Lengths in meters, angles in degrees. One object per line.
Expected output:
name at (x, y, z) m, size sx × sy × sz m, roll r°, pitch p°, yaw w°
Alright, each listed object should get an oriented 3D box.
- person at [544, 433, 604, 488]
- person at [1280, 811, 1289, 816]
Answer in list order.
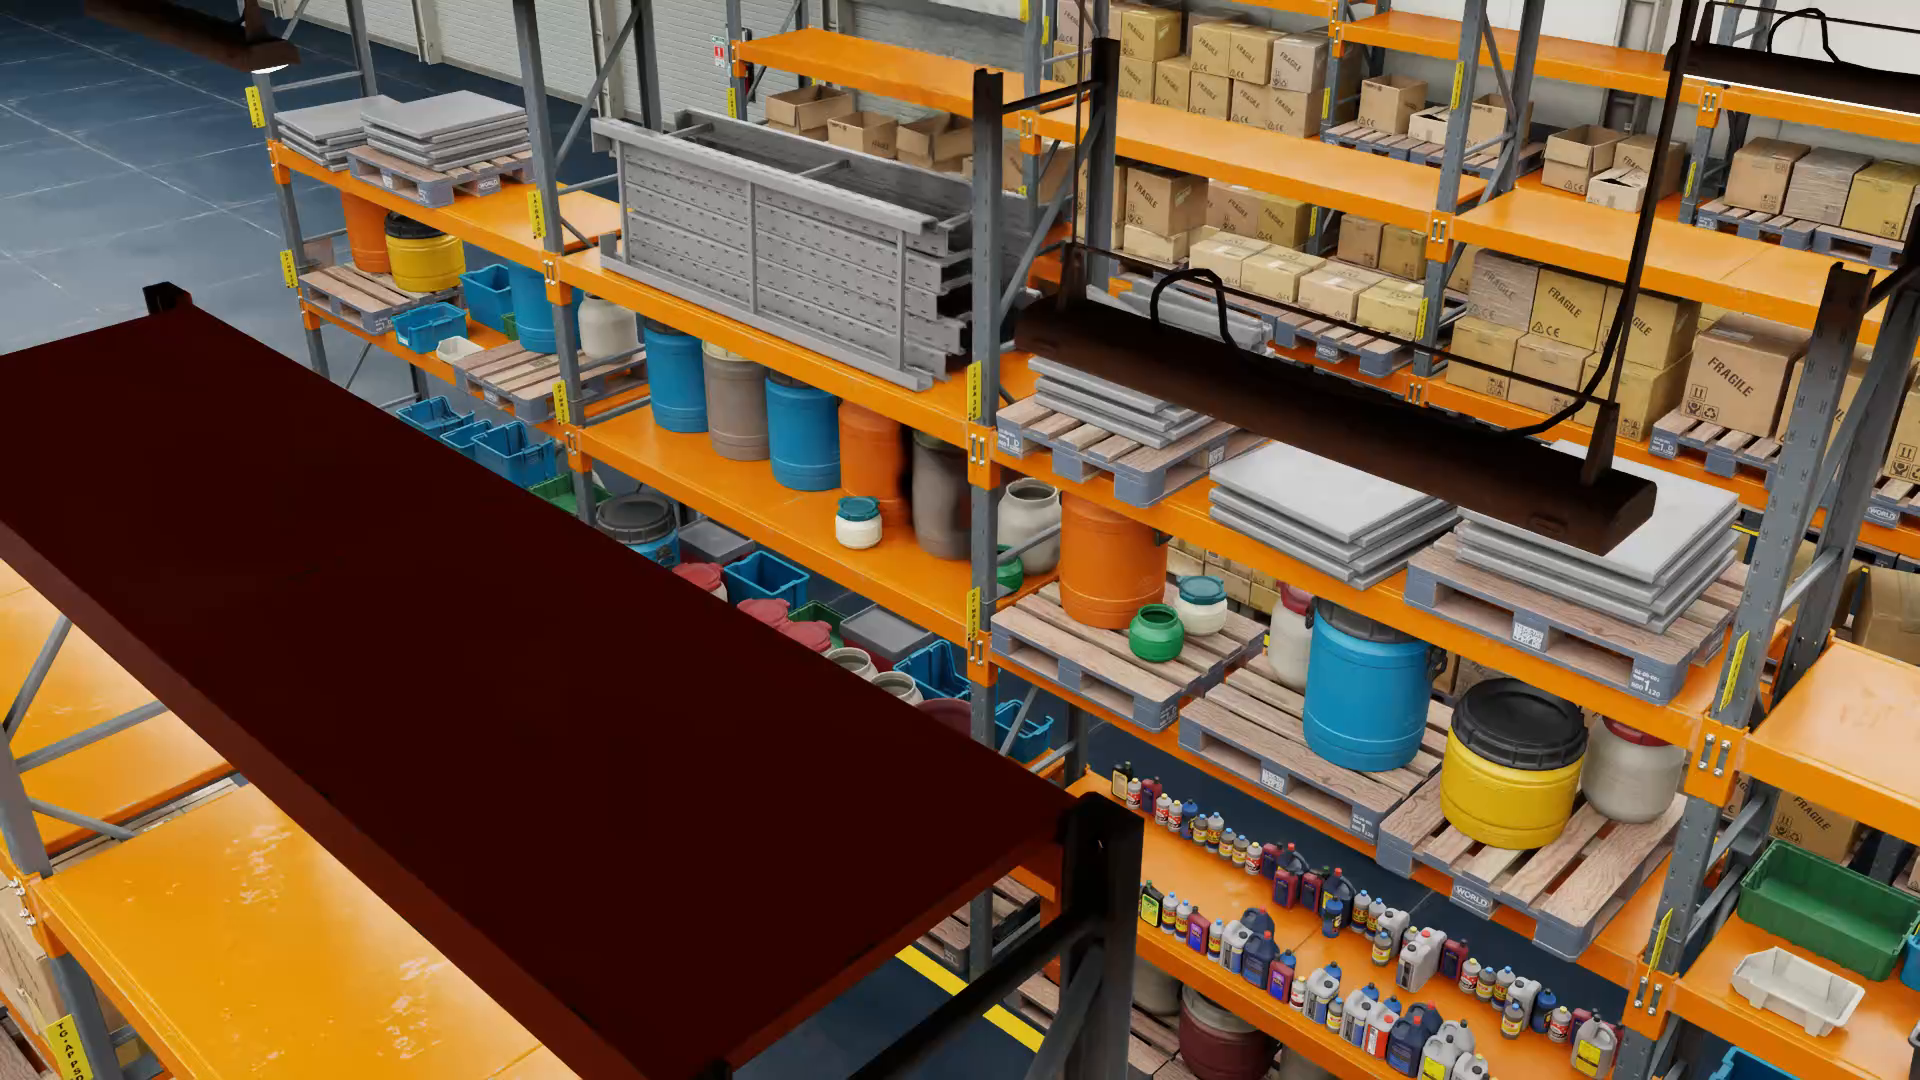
person at (-3.851, -1.023, 16.358) m, size 0.865 × 1.722 × 0.635 m, roll 15°, pitch 33°, yaw 25°
person at (2.782, 1.432, 11.908) m, size 0.927 × 1.754 × 0.651 m, roll 17°, pitch 34°, yaw 27°
